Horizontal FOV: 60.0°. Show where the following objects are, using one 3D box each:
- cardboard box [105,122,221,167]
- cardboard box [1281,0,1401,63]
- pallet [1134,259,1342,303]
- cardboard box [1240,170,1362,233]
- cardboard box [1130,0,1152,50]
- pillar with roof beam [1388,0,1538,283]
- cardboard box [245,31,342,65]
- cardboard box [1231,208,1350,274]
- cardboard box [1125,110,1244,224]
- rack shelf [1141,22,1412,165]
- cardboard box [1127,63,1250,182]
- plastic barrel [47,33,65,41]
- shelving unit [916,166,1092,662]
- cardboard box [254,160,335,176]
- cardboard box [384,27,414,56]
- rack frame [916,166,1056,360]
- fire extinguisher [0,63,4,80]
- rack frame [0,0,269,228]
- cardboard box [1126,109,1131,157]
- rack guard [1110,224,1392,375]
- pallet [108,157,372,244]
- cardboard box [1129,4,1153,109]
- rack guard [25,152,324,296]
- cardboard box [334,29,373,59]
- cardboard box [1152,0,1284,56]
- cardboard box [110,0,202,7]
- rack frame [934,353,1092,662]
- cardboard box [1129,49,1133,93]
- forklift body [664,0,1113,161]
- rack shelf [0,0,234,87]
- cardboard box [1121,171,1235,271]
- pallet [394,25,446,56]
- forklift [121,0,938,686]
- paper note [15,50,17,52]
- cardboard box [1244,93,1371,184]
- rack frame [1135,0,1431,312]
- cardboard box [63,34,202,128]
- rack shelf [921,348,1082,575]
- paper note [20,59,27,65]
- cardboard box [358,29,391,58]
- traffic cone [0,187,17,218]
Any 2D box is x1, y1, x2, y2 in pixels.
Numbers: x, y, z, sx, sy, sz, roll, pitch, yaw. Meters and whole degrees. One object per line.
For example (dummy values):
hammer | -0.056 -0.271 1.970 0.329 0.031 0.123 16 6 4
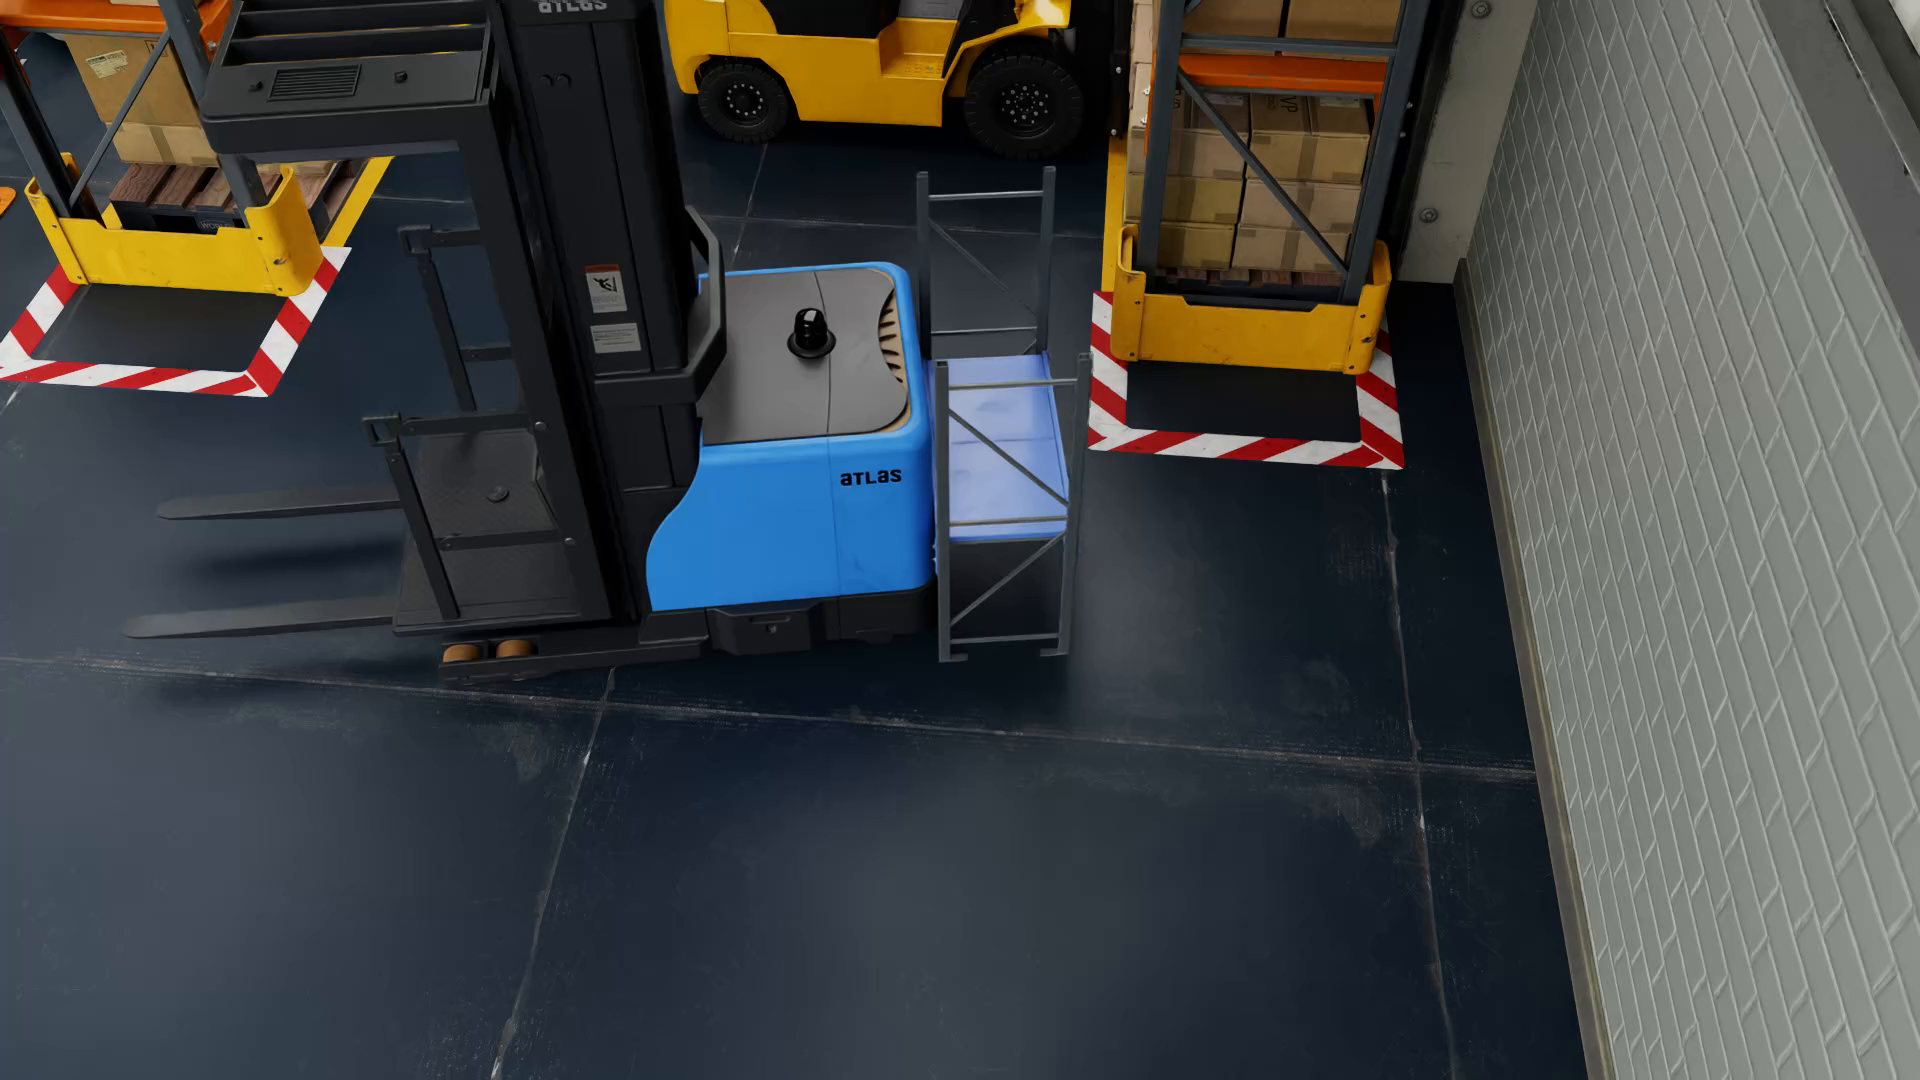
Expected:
cardboard box | -3.857 -2.108 8.250 0.500 0.250 0.500 4 48 3
cardboard box | 1.600 -2.312 6.790 0.500 0.500 0.500 5 48 5
pallet | 1.306 -1.557 8.057 1.003 0.211 1.213 4 48 4
cardboard box | 1.528 -1.647 7.490 0.500 0.250 0.500 5 48 4
cardboard box | 1.086 -2.591 8.014 0.500 0.250 0.500 4 48 4
pillar with roof beam | -2.048 -4.698 4.975 9.100 9.000 0.400 4 48 4
cardboard box | -3.315 -2.323 7.938 0.500 0.500 0.500 2 48 2
cardboard box | 1.518 -1.495 7.689 0.500 0.250 0.500 4 48 4
cardboard box | 1.011 -1.694 7.533 0.500 0.250 0.500 3 48 3
rack shelf | 1.460 -3.160 8.121 1.077 0.370 4.000 4 48 4
cardboard box | 1.009 -1.844 7.331 0.500 0.250 0.500 5 48 5
plastic barrel | -4.985 -3.014 9.246 0.421 0.421 0.512 -36 57 -28
shelving unit | 0.132 -0.438 6.160 0.538 1.500 1.048 -3 48 -3
cardboard box | -3.316 -2.052 8.199 0.500 0.250 0.500 4 48 3
cardboard box | -3.225 -2.828 8.909 0.500 0.250 0.500 7 48 6
rack frame | 0.094 -0.812 6.502 0.500 1.500 0.032 -3 48 -3
fire extinguisher | -4.135 -2.185 6.794 0.296 0.674 0.183 4 48 4
rack frame | -3.665 -2.264 6.814 1.000 3.000 0.127 4 48 4
cardboard box | 1.061 -1.878 8.040 0.500 0.250 0.500 4 48 4
rack guard | 1.276 -1.072 7.417 1.175 0.500 0.348 4 48 4
pallet | -3.549 -1.973 8.438 1.003 0.211 1.213 4 48 4
cardboard box | 1.050 -2.219 7.674 0.500 0.250 0.500 5 48 4
rack guard | -3.658 -1.476 7.787 1.175 0.500 0.348 4 48 4
cardboard box | -3.272 -2.707 8.290 0.500 0.500 0.500 2 48 2
cardboard box | 1.061 -2.346 6.821 0.500 0.500 0.500 3 48 3
cardboard box | -3.428 -2.415 7.122 0.380 0.149 0.250 4 48 4
rack frame | 0.169 -0.064 5.818 0.500 1.500 0.032 -3 48 -3
cardboard box | 1.094 -2.443 8.217 0.500 0.250 0.500 3 48 3
forklift body | -0.366 -3.163 8.211 2.313 2.155 1.214 4 48 4
rack shelf | -3.483 -3.491 8.424 1.077 0.370 4.000 4 48 4
cardboard box | 1.006 -1.513 7.706 0.500 0.250 0.500 4 48 4
pallet | -3.435 -2.868 9.256 1.003 0.211 1.213 4 48 4
forklift | -1.637 -0.855 5.572 3.031 2.935 1.130 -5 48 -4
paper note | -5.335 -2.701 9.233 0.148 0.019 0.142 19 50 17
cardboard box | 1.510 -1.825 7.313 0.500 0.250 0.500 3 48 3
rack frame | 1.278 -1.933 6.511 1.000 3.000 0.127 4 48 4
cardboard box | -3.852 -2.337 7.951 0.500 0.500 0.500 4 48 4
rack shelf | 0.131 -0.317 6.293 0.538 0.185 1.000 -3 48 -3
paper note | -5.183 -2.617 9.163 0.032 0.001 0.123 4 48 4
cardboard box | -3.262 -2.427 8.541 0.500 0.250 0.500 5 48 5
traffic cone | -4.911 -1.811 8.118 0.336 0.463 0.334 4 48 4
